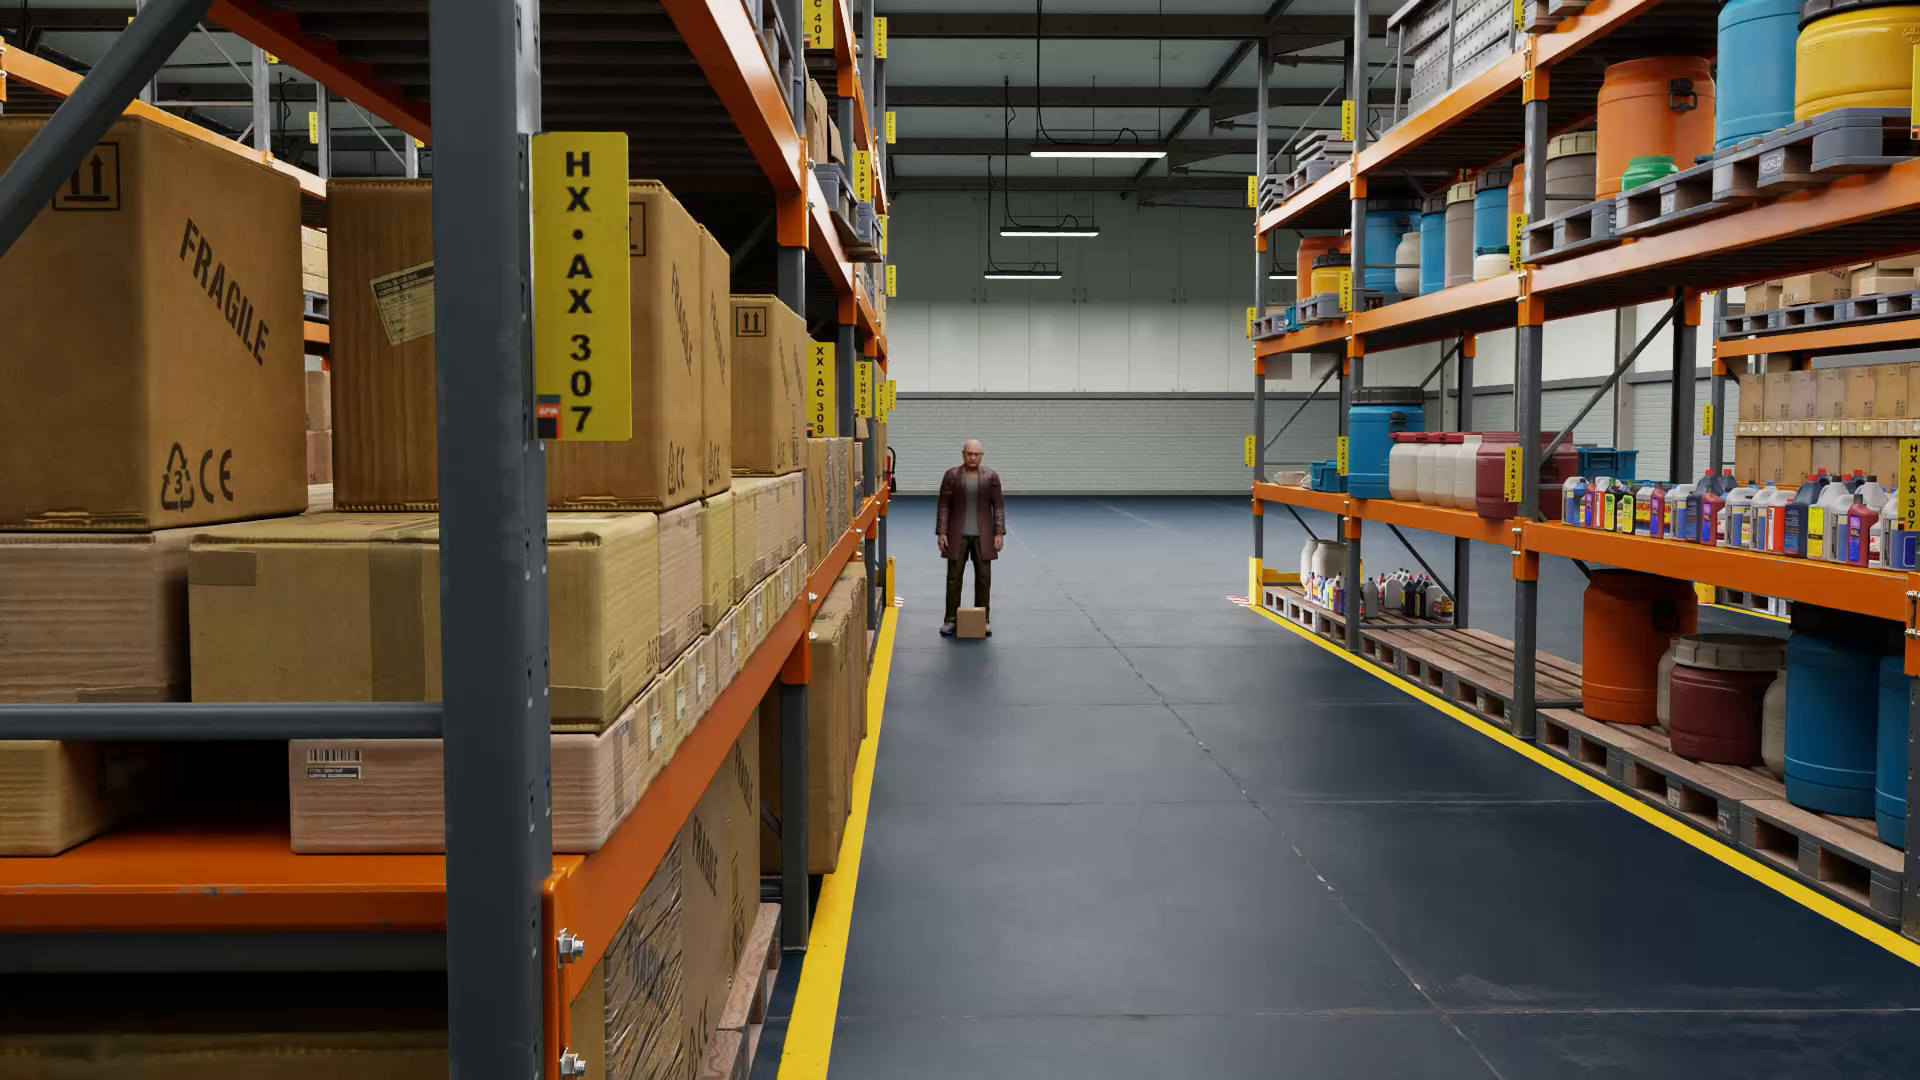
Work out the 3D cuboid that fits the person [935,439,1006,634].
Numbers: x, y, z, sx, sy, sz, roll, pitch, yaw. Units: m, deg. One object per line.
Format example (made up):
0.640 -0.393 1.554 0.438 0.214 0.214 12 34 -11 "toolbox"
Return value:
0.098 -0.033 15.209 0.648 1.774 0.418 0 4 -1 "person"
